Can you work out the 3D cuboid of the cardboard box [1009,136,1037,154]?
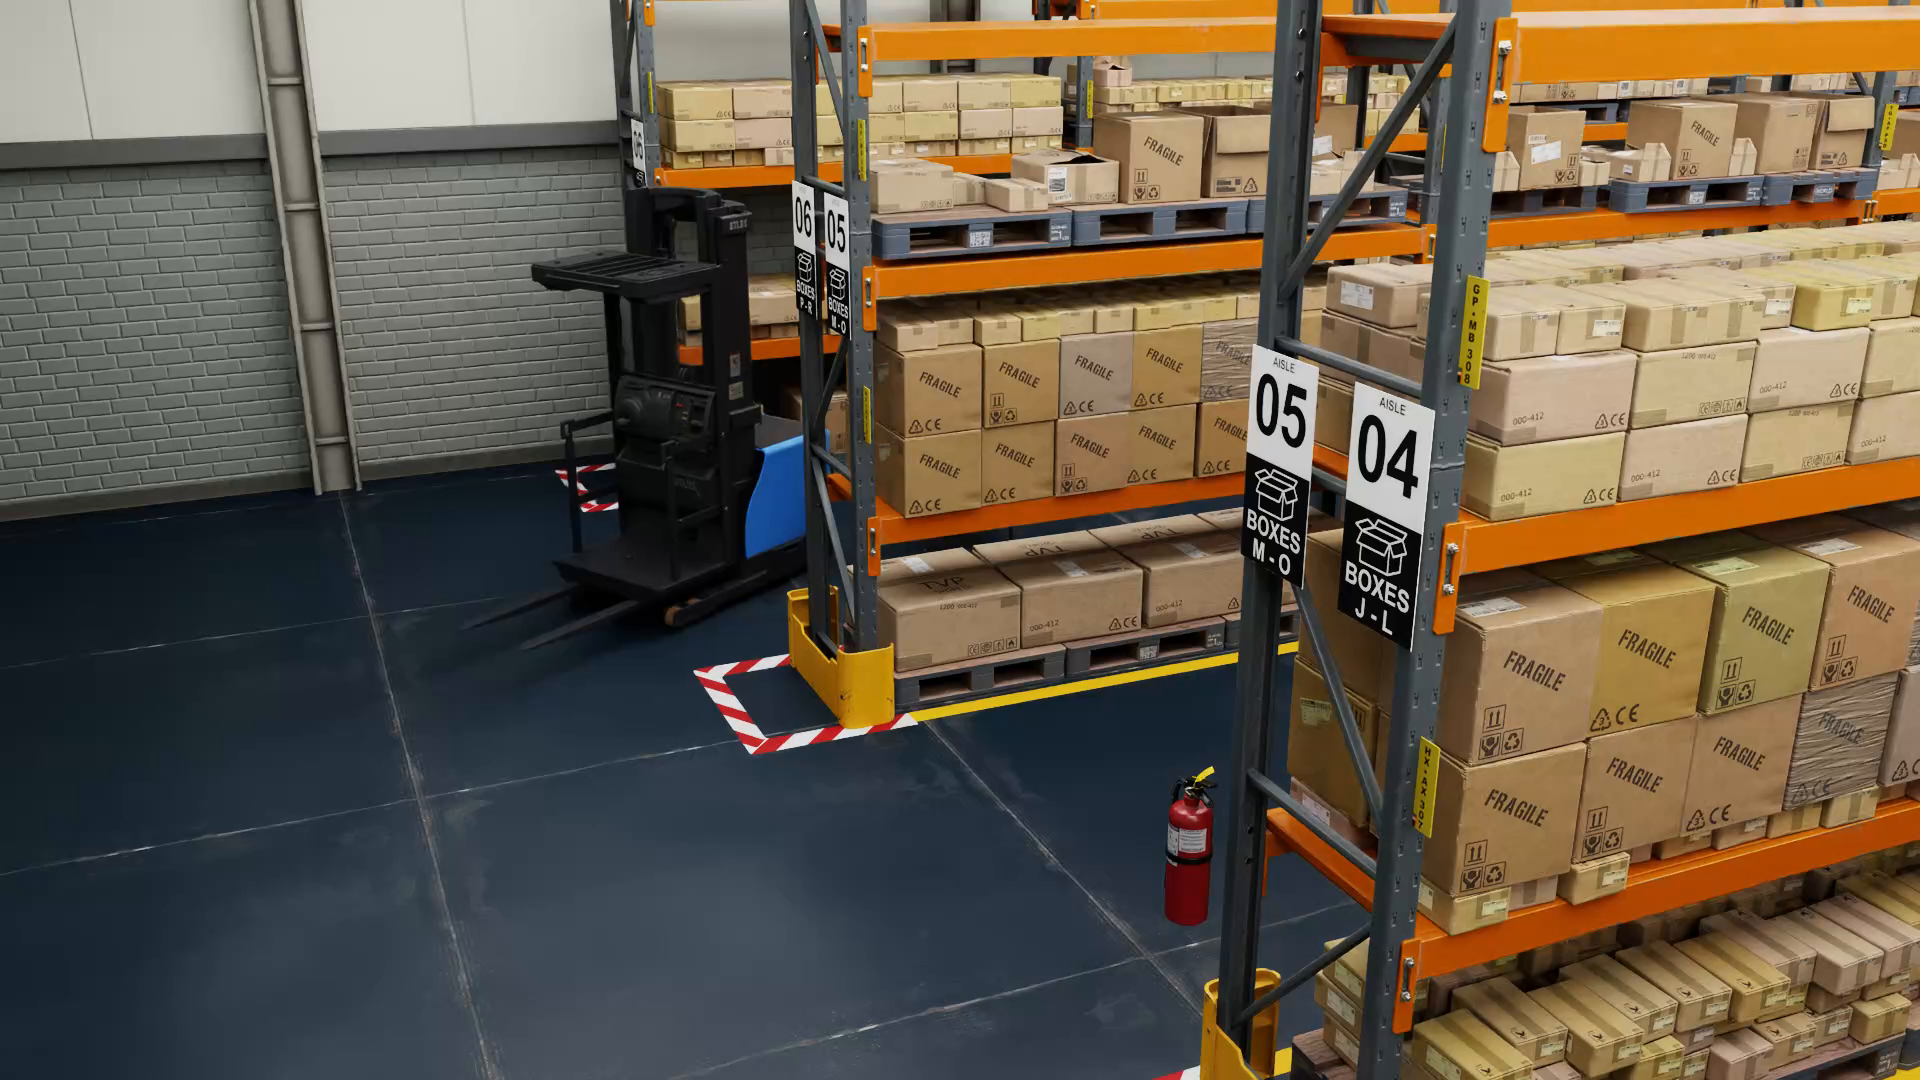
[{"bbox_3d":[0.510,-3.615,15.135,0.250,0.149,0.380,-8,21,-22],"label":"cardboard box"}]

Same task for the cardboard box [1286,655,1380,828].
[{"bbox_3d":[1.610,0.723,6.354,0.500,0.500,0.500,-8,21,-21],"label":"cardboard box"}]

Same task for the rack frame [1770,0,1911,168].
[{"bbox_3d":[6.592,-4.330,12.271,0.127,3.000,1.000,-8,21,-22],"label":"rack frame"}]

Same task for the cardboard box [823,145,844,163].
[{"bbox_3d":[-1.156,-3.389,14.493,0.250,0.149,0.380,-8,21,-23],"label":"cardboard box"}]

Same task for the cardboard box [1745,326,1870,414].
[{"bbox_3d":[2.753,-0.642,5.786,0.500,0.250,0.500,-8,21,-21],"label":"cardboard box"}]

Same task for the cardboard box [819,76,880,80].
[{"bbox_3d":[-1.009,-4.022,14.937,0.500,0.250,0.500,-8,21,-22],"label":"cardboard box"}]

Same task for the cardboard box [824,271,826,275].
[{"bbox_3d":[-0.995,-2.372,15.521,0.500,0.250,0.500,-8,21,-22],"label":"cardboard box"}]

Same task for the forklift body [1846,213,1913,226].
[{"bbox_3d":[10.949,-2.860,18.406,1.214,2.155,2.313,-8,21,-22],"label":"forklift body"}]

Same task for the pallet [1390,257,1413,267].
[{"bbox_3d":[4.028,-2.813,17.283,1.003,0.211,1.213,-8,21,-22],"label":"pallet"}]

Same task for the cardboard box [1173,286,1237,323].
[{"bbox_3d":[1.564,-1.513,10.669,0.250,0.149,0.380,-9,21,-23],"label":"cardboard box"}]

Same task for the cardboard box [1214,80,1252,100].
[{"bbox_3d":[2.553,-4.265,15.751,0.250,0.149,0.380,-8,21,-22],"label":"cardboard box"}]

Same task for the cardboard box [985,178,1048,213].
[{"bbox_3d":[0.336,-2.063,9.943,0.250,0.149,0.380,-7,21,-20],"label":"cardboard box"}]

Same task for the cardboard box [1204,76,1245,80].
[{"bbox_3d":[2.584,-4.455,16.290,0.250,0.149,0.380,-8,21,-21],"label":"cardboard box"}]

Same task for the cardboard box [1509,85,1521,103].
[{"bbox_3d":[5.384,-4.742,17.023,0.500,0.500,0.500,-8,21,-21],"label":"cardboard box"}]

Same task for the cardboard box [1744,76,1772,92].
[{"bbox_3d":[8.828,-5.048,18.421,0.250,0.149,0.380,-8,21,-21],"label":"cardboard box"}]

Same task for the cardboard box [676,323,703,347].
[{"bbox_3d":[-2.313,-1.802,14.503,0.250,0.149,0.380,-8,21,-22],"label":"cardboard box"}]

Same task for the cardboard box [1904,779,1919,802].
[{"bbox_3d":[3.857,0.905,6.814,0.250,0.149,0.380,-9,21,-24],"label":"cardboard box"}]

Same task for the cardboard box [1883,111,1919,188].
[{"bbox_3d":[7.466,-3.084,13.098,0.500,0.500,0.700,-8,21,-22],"label":"cardboard box"}]

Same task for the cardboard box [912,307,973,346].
[{"bbox_3d":[-0.106,-1.291,10.040,0.250,0.149,0.380,-8,21,-21],"label":"cardboard box"}]

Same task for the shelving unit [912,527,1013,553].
[{"bbox_3d":[0.006,-0.708,13.275,0.755,1.500,0.431,-8,21,-22],"label":"shelving unit"}]

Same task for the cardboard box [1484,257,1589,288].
[{"bbox_3d":[1.989,-0.890,5.889,0.250,0.149,0.380,-9,21,-24],"label":"cardboard box"}]

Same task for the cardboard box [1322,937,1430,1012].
[{"bbox_3d":[1.686,1.767,6.751,0.250,0.149,0.380,-8,21,-21],"label":"cardboard box"}]

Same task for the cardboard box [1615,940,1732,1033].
[{"bbox_3d":[2.856,1.790,6.685,0.250,0.149,0.380,-7,21,-20],"label":"cardboard box"}]

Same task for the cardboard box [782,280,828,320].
[{"bbox_3d":[-1.273,-2.142,14.868,0.500,0.250,0.500,-9,21,-23],"label":"cardboard box"}]

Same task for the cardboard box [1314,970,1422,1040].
[{"bbox_3d":[1.671,1.898,6.827,0.250,0.149,0.380,-9,21,-23],"label":"cardboard box"}]

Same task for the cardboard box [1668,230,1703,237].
[{"bbox_3d":[7.946,-3.562,18.596,0.500,0.250,0.500,-9,21,-23],"label":"cardboard box"}]

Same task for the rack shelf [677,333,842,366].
[{"bbox_3d":[-0.887,-1.885,15.443,4.000,0.370,1.077,-8,21,-22],"label":"rack shelf"}]

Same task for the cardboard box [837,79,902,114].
[{"bbox_3d":[-0.822,-3.865,14.491,0.500,0.250,0.500,-8,21,-20],"label":"cardboard box"}]

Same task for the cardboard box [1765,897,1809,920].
[{"bbox_3d":[3.596,1.646,7.544,0.250,0.149,0.380,-7,21,-19],"label":"cardboard box"}]

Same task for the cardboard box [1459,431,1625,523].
[{"bbox_3d":[1.813,-0.277,5.502,0.500,0.250,0.500,-7,21,-20],"label":"cardboard box"}]

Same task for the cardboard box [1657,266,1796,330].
[{"bbox_3d":[2.625,-0.832,5.726,0.250,0.149,0.380,-8,21,-20],"label":"cardboard box"}]

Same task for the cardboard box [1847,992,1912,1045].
[{"bbox_3d":[3.797,1.960,7.099,0.250,0.149,0.380,-8,21,-22],"label":"cardboard box"}]

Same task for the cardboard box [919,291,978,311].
[{"bbox_3d":[-0.076,-1.481,10.580,0.250,0.149,0.380,-8,21,-22],"label":"cardboard box"}]

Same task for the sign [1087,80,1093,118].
[{"bbox_3d":[1.172,-3.982,15.019,0.005,0.325,0.100,-8,21,-22],"label":"sign"}]

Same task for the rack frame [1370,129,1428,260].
[{"bbox_3d":[4.622,-3.014,17.565,0.127,3.000,1.000,-8,21,-22],"label":"rack frame"}]

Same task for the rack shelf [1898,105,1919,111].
[{"bbox_3d":[10.132,-4.879,19.428,4.000,0.370,1.077,-8,21,-22],"label":"rack shelf"}]

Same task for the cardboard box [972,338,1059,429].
[{"bbox_3d":[0.271,-1.013,10.227,0.500,0.500,0.500,-9,21,-23],"label":"cardboard box"}]

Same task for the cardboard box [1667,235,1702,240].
[{"bbox_3d":[7.936,-3.323,18.669,0.500,0.250,0.500,-8,21,-21],"label":"cardboard box"}]

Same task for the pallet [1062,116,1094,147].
[{"bbox_3d":[1.576,-3.878,15.786,1.003,0.211,1.213,-8,21,-22],"label":"pallet"}]

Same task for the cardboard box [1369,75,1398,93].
[{"bbox_3d":[4.141,-4.548,16.585,0.250,0.149,0.380,-9,21,-24],"label":"cardboard box"}]

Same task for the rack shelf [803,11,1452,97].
[{"bbox_3d":[1.083,-3.013,10.215,4.000,0.370,1.077,-8,21,-22],"label":"rack shelf"}]

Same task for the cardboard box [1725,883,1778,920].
[{"bbox_3d":[3.371,1.547,7.375,0.250,0.149,0.380,-9,21,-24],"label":"cardboard box"}]

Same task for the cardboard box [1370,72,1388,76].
[{"bbox_3d":[4.175,-4.722,17.078,0.250,0.149,0.380,-9,21,-24],"label":"cardboard box"}]

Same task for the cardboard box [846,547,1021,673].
[{"bbox_3d":[-0.187,0.445,10.967,0.875,0.438,0.875,-9,21,-24],"label":"cardboard box"}]

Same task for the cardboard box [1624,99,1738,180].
[{"bbox_3d":[5.088,-2.840,11.773,0.500,0.500,0.500,-8,21,-21],"label":"cardboard box"}]

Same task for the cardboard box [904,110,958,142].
[{"bbox_3d":[-0.342,-3.697,14.766,0.500,0.250,0.500,-8,21,-21],"label":"cardboard box"}]

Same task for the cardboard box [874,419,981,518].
[{"bbox_3d":[-0.199,-0.471,10.192,0.500,0.500,0.500,-8,21,-22],"label":"cardboard box"}]

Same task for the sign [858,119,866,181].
[{"bbox_3d":[-0.539,-2.143,9.139,0.005,0.325,0.100,-8,21,-22],"label":"sign"}]

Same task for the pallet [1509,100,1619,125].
[{"bbox_3d":[6.236,-4.604,17.849,1.213,0.211,1.003,-7,21,-19],"label":"pallet"}]

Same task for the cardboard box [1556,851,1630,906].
[{"bbox_3d":[2.213,1.159,6.093,0.250,0.149,0.380,-9,21,-23],"label":"cardboard box"}]

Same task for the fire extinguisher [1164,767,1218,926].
[{"bbox_3d":[0.886,1.153,6.409,0.183,0.674,0.296,-8,21,-22],"label":"fire extinguisher"}]

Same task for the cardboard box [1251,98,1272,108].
[{"bbox_3d":[2.783,-4.157,15.891,0.250,0.149,0.380,-8,21,-21],"label":"cardboard box"}]

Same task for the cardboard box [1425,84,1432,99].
[{"bbox_3d":[5.186,-4.777,17.498,0.500,0.250,0.500,-8,21,-22],"label":"cardboard box"}]

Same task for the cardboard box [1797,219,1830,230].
[{"bbox_3d":[9.742,-3.706,19.381,0.500,0.500,0.500,-8,21,-22],"label":"cardboard box"}]

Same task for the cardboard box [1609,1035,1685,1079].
[{"bbox_3d":[2.625,1.985,6.580,0.250,0.149,0.380,-7,21,-20],"label":"cardboard box"}]

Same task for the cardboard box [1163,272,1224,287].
[{"bbox_3d":[1.572,-1.711,11.234,0.250,0.149,0.380,-9,21,-23],"label":"cardboard box"}]

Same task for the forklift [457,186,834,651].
[{"bbox_3d":[-2.242,-0.930,11.751,1.130,2.935,3.031,13,23,33],"label":"forklift"}]

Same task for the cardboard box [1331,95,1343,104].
[{"bbox_3d":[3.684,-4.325,16.398,0.250,0.149,0.380,-8,21,-22],"label":"cardboard box"}]
